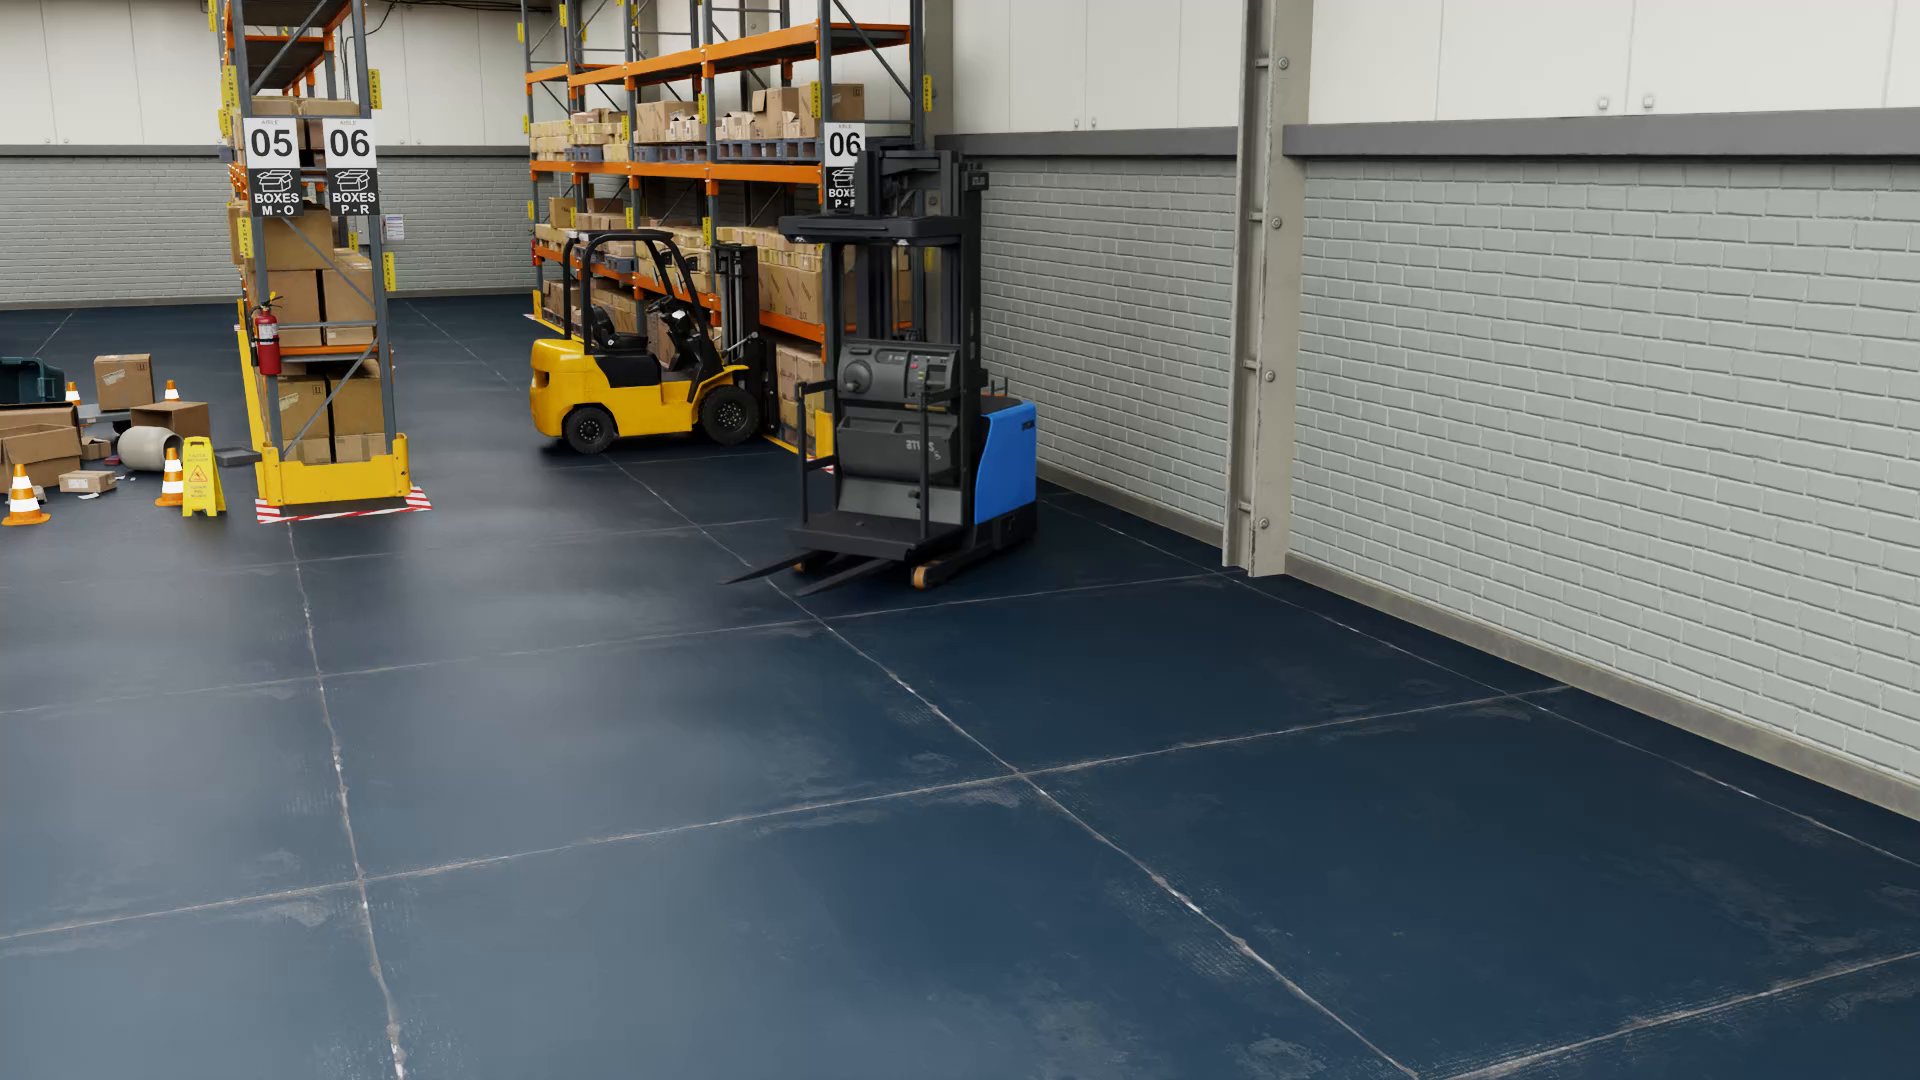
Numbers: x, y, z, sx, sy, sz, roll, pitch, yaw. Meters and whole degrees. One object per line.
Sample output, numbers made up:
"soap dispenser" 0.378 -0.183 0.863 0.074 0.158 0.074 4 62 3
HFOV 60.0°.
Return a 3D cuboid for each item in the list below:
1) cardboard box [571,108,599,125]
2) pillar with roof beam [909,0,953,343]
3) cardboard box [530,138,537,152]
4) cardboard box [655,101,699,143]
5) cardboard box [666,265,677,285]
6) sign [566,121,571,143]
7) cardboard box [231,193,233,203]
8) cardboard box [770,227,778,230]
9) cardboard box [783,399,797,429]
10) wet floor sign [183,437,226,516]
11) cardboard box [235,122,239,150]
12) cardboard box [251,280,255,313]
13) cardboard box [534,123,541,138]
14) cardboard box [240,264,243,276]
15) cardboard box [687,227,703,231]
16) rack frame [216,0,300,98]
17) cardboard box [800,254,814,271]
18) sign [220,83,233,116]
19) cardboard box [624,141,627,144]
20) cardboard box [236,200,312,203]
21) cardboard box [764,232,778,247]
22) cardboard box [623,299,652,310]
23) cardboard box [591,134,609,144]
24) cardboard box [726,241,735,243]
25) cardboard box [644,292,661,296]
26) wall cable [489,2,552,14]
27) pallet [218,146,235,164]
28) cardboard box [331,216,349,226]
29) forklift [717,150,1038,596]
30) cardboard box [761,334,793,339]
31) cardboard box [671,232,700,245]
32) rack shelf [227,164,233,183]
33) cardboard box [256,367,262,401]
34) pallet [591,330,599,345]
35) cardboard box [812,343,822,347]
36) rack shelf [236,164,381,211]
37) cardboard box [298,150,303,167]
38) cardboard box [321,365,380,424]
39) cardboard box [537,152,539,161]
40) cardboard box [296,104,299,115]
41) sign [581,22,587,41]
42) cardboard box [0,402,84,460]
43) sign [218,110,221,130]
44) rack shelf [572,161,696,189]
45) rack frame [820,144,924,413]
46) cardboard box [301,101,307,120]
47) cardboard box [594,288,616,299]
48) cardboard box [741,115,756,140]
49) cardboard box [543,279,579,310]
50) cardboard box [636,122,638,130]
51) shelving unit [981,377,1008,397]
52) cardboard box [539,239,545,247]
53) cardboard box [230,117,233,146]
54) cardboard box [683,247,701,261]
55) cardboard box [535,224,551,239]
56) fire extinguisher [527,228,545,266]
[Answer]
"cardboard box" -5.835 -6.592 25.874 0.396 0.266 0.258 -6 14 -24
"pillar with roof beam" -4.226 -5.027 14.633 9.100 9.000 0.400 -6 14 -23
"cardboard box" -7.311 -6.990 29.441 0.500 0.250 0.500 -6 14 -24
"cardboard box" -3.559 -5.302 21.099 0.500 0.500 0.500 -5 14 -22
"cardboard box" -3.464 -3.416 21.311 0.500 0.250 0.500 -5 14 -21
"sign" -6.130 -6.410 26.113 0.100 0.325 0.005 -6 14 -23
"cardboard box" -11.640 -5.429 27.236 0.500 0.500 0.500 -6 14 -24
"cardboard box" -1.964 -3.510 19.062 0.380 0.149 0.250 -6 14 -24
"cardboard box" -1.497 -1.305 17.023 0.500 0.250 0.500 -6 14 -23
"wet floor sign" -6.280 -0.536 13.754 0.267 0.644 0.232 -1 13 -4
"cardboard box" -6.444 -3.748 15.433 0.500 0.250 0.500 -5 14 -22
"cardboard box" -6.239 -2.307 15.305 0.500 0.500 0.500 -6 14 -23
"cardboard box" -7.104 -7.129 28.932 0.500 0.250 0.500 -6 14 -23
"cardboard box" -9.657 -3.792 22.934 0.500 0.250 0.500 -6 14 -24
"cardboard box" -3.463 -4.133 22.417 0.380 0.149 0.250 -6 14 -23
"rack frame" -10.182 -7.221 24.111 1.000 3.000 0.127 -6 14 -23
"cardboard box" -1.354 -2.729 16.349 0.380 0.149 0.250 -5 14 -22
"sign" -7.485 -4.499 16.986 0.100 0.325 0.005 -6 14 -23
"cardboard box" -4.482 -5.610 23.253 0.380 0.149 0.250 -6 14 -24
"cardboard box" -7.000 -3.215 17.012 0.700 0.500 0.500 -6 14 -24
"cardboard box" -1.870 -3.202 17.734 0.380 0.149 0.250 -6 14 -23
"cardboard box" -4.666 -3.415 24.145 0.380 0.149 0.250 -6 14 -25
"cardboard box" -5.241 -5.926 24.576 0.380 0.149 0.250 -5 14 -22
"cardboard box" -2.439 -3.316 18.885 0.380 0.149 0.250 -5 14 -22
"cardboard box" -4.593 -3.681 25.297 0.380 0.149 0.250 -6 14 -25
"wall cable" -8.326 -12.488 34.533 2.988 3.039 0.133 -6 14 -23
"pallet" -8.886 -4.969 21.454 1.213 0.211 1.003 -5 14 -20
"cardboard box" -6.842 -3.489 18.039 0.380 0.149 0.250 -6 14 -23
"forklift" -0.550 -1.201 11.558 1.130 2.935 3.031 7 15 28
"cardboard box" -2.119 -2.110 18.283 0.500 0.250 0.500 -5 14 -21
"cardboard box" -3.488 -3.819 21.056 0.380 0.149 0.250 -6 14 -24
"rack shelf" -10.983 -5.822 26.316 1.077 0.370 4.000 -6 14 -23
"cardboard box" -6.989 -1.729 17.193 0.500 0.500 0.500 -5 14 -20
"pallet" -5.275 -3.224 26.331 1.003 0.211 1.213 -6 14 -23
"cardboard box" -1.242 -1.944 17.564 0.500 0.250 0.500 -6 14 -23
"rack shelf" -6.176 -3.343 15.604 1.077 0.370 4.000 -6 14 -23
"cardboard box" -6.020 -3.371 14.687 0.380 0.149 0.250 -6 14 -23
"cardboard box" -5.669 -1.353 15.568 0.500 0.500 0.500 -6 14 -25
"cardboard box" -7.323 -6.826 29.614 0.380 0.149 0.250 -5 14 -22
"cardboard box" -6.195 -3.862 15.040 0.380 0.149 0.250 -6 14 -25
"sign" -6.721 -9.074 29.698 0.100 0.325 0.005 -6 14 -23
"cardboard box" -8.781 -0.995 15.753 0.797 0.637 0.503 -6 14 -23
"sign" -12.295 -7.001 27.702 0.100 0.325 0.005 -6 14 -23
"rack shelf" -4.835 -5.445 24.686 1.077 0.370 4.000 -6 14 -23
"rack frame" -0.829 -2.268 16.016 1.000 3.000 0.127 -6 14 -23
"cardboard box" -5.446 -3.689 14.292 0.380 0.149 0.250 -6 14 -23
"cardboard box" -5.554 -3.902 26.249 0.380 0.149 0.250 -6 14 -25
"cardboard box" -2.115 -4.409 17.762 0.396 0.266 0.258 -6 14 -24
"cardboard box" -7.080 -4.427 29.950 0.797 0.503 0.637 -6 14 -25
"cardboard box" -4.442 -5.692 22.949 0.380 0.149 0.250 -5 14 -21
"shelving unit" 0.099 -0.706 13.259 0.503 1.200 0.258 7 15 29
"cardboard box" -7.358 -5.358 29.927 0.380 0.149 0.250 -6 14 -23
"cardboard box" -8.869 -5.252 21.098 0.797 0.503 0.637 -7 15 -26
"cardboard box" -3.075 -3.449 20.342 0.500 0.250 0.500 -6 14 -24
"cardboard box" -7.303 -5.527 29.772 0.500 0.250 0.500 -6 14 -23
"fire extinguisher" -7.720 -5.343 30.301 0.296 0.674 0.183 -6 14 -23
